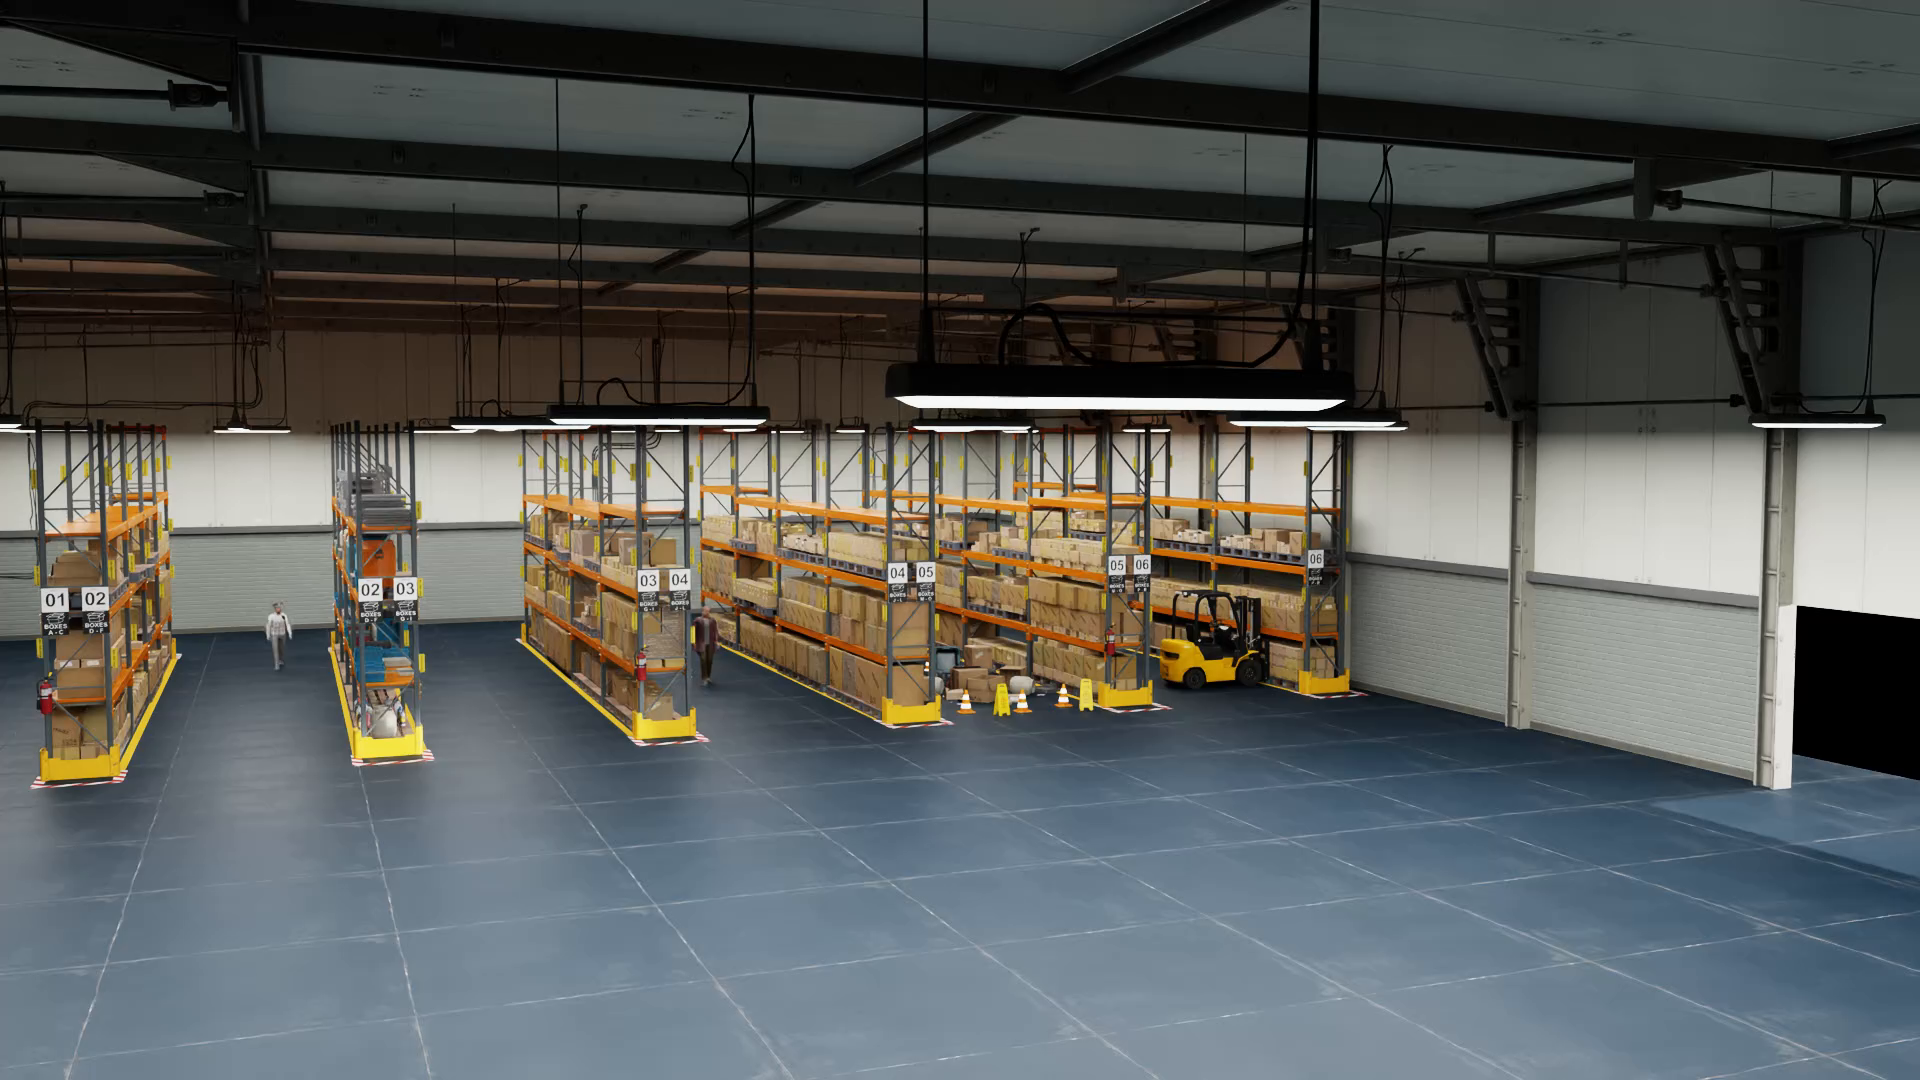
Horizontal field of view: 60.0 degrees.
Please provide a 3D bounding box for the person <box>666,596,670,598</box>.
[{"bbox_3d":[-8.691,1.781,50.335,0.568,1.602,0.887,3,5,44],"label":"person"}]

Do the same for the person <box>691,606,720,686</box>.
[{"bbox_3d":[-5.857,2.502,38.522,0.607,1.704,0.734,-2,4,-28],"label":"person"}]

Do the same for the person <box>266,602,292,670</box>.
[{"bbox_3d":[-16.775,2.330,40.941,0.584,1.620,1.024,-2,4,-25],"label":"person"}]
